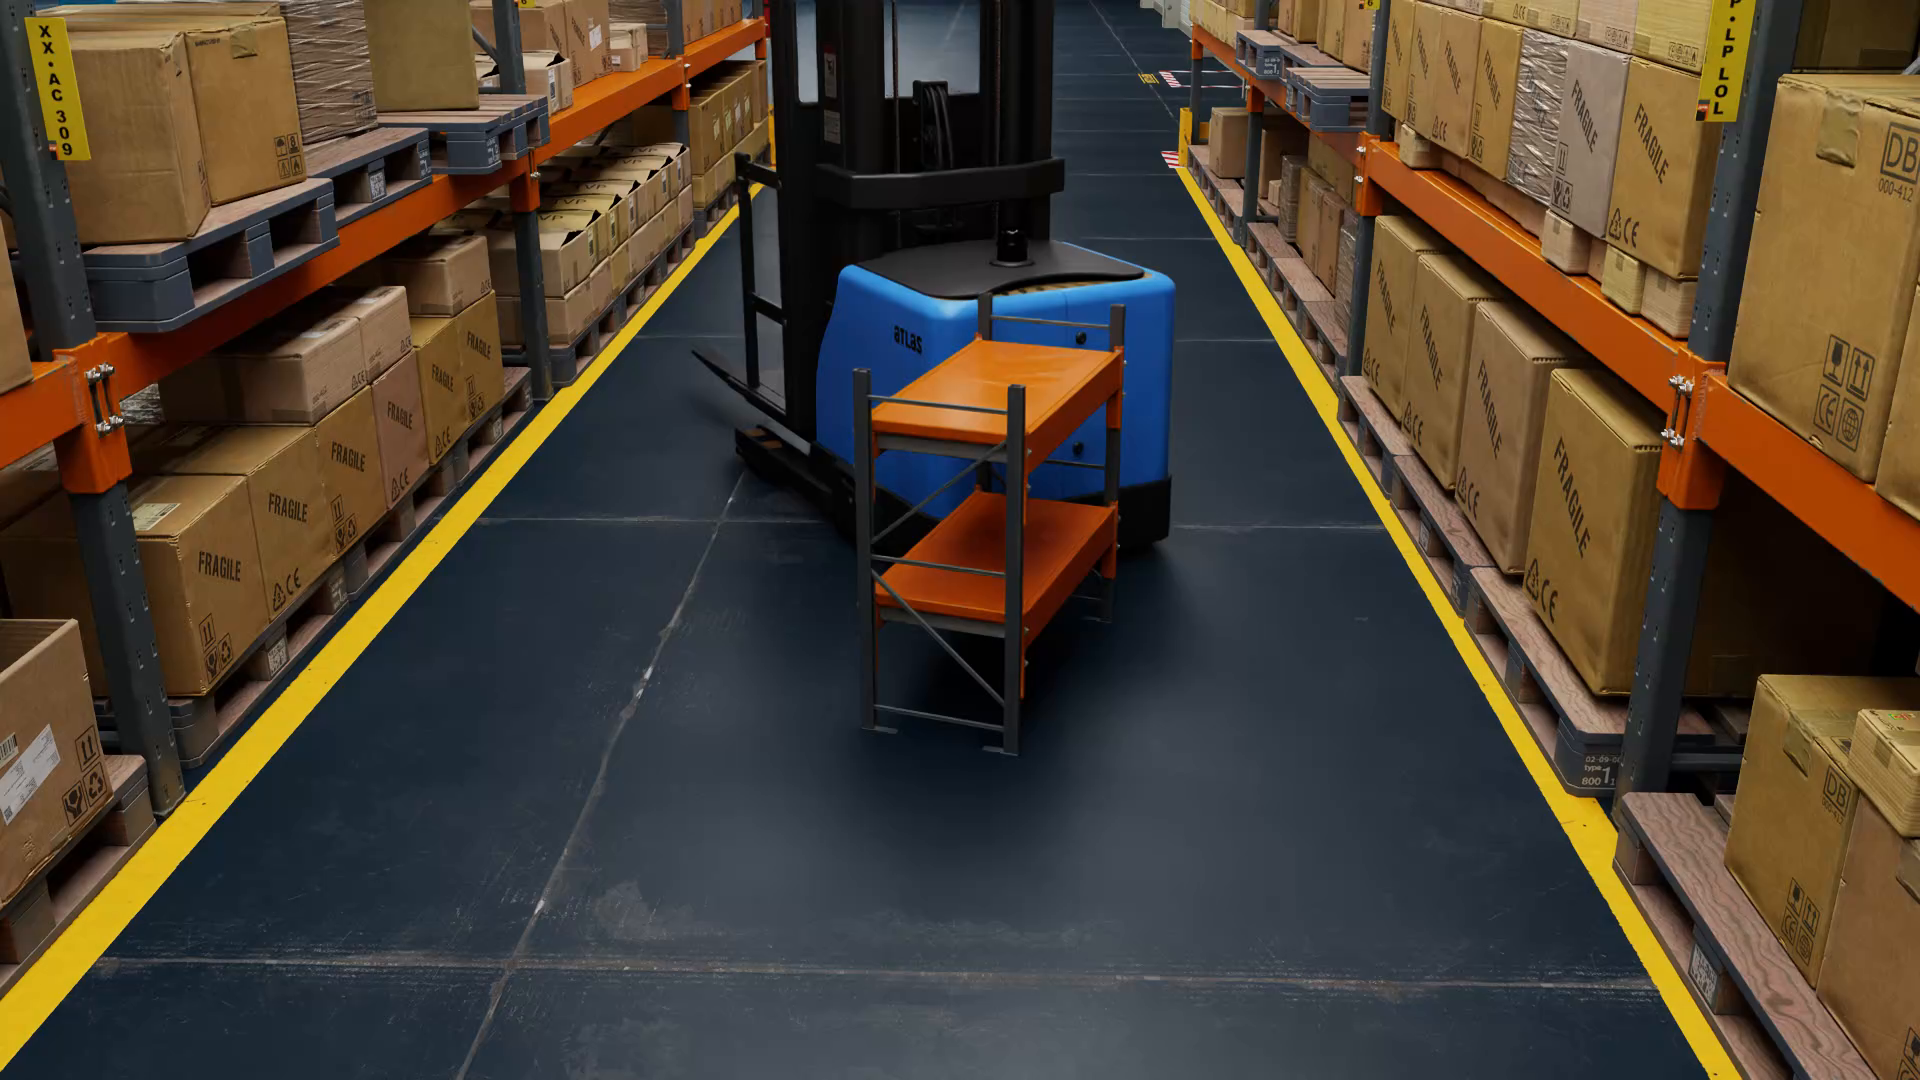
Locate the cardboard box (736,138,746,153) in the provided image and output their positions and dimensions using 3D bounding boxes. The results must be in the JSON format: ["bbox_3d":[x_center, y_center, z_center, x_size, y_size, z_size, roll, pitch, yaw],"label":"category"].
[{"bbox_3d":[-2.061,-3.173,13.781,0.500,0.250,0.500,1,21,2],"label":"cardboard box"}]

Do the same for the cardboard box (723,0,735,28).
[{"bbox_3d":[-2.345,-4.687,14.324,0.700,0.500,0.500,1,21,3],"label":"cardboard box"}]

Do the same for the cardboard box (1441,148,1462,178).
[{"bbox_3d":[2.166,-1.551,6.698,0.380,0.149,0.250,0,21,1],"label":"cardboard box"}]

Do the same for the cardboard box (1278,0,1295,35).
[{"bbox_3d":[2.474,-3.568,10.831,0.700,0.500,0.500,1,21,2],"label":"cardboard box"}]

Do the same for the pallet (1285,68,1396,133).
[{"bbox_3d":[2.317,-2.223,8.376,1.213,0.211,1.003,1,21,2],"label":"pallet"}]

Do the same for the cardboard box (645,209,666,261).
[{"bbox_3d":[-2.184,-1.946,10.617,0.500,0.250,0.500,1,21,3],"label":"cardboard box"}]

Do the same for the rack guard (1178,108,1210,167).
[{"bbox_3d":[2.642,-3.753,15.510,1.175,0.500,0.348,1,21,2],"label":"rack guard"}]

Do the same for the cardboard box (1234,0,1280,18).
[{"bbox_3d":[2.228,-3.963,11.739,0.500,0.500,0.500,1,21,1],"label":"cardboard box"}]

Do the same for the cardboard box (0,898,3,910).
[{"bbox_3d":[-2.357,0.809,3.630,0.380,0.149,0.250,1,21,2],"label":"cardboard box"}]

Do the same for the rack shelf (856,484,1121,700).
[{"bbox_3d":[0.119,0.134,5.304,0.538,0.278,1.000,8,23,19],"label":"rack shelf"}]

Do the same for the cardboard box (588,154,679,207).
[{"bbox_3d":[-2.164,-2.390,10.988,0.500,0.311,0.500,1,21,3],"label":"cardboard box"}]

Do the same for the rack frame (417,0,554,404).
[{"bbox_3d":[-2.550,-2.106,7.811,1.000,3.000,0.127,1,21,2],"label":"rack frame"}]

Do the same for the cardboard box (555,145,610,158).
[{"bbox_3d":[-2.690,-2.581,11.480,0.500,0.311,0.500,1,21,2],"label":"cardboard box"}]

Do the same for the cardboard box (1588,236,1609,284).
[{"bbox_3d":[2.044,-0.809,4.787,0.380,0.149,0.250,1,21,3],"label":"cardboard box"}]

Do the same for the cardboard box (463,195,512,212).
[{"bbox_3d":[-2.753,-1.844,9.581,0.500,0.311,0.500,0,21,1],"label":"cardboard box"}]

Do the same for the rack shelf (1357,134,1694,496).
[{"bbox_3d":[2.341,-0.995,5.940,1.077,0.370,4.000,1,21,2],"label":"rack shelf"}]

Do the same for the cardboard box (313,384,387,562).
[{"bbox_3d":[-2.386,-0.246,5.863,0.500,0.500,0.500,1,21,2],"label":"cardboard box"}]

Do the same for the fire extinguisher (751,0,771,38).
[{"bbox_3d":[-1.839,-5.001,15.377,0.296,0.674,0.183,1,21,2],"label":"fire extinguisher"}]

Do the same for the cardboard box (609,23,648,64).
[{"bbox_3d":[-2.400,-3.304,11.106,0.500,0.250,0.500,2,21,5],"label":"cardboard box"}]

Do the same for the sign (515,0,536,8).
[{"bbox_3d":[-2.007,-2.607,7.609,0.100,0.325,0.005,1,21,2],"label":"sign"}]

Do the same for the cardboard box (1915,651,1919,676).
[{"bbox_3d":[2.357,0.279,3.641,0.380,0.149,0.250,1,21,1],"label":"cardboard box"}]

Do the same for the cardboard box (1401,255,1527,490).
[{"bbox_3d":[2.215,-0.666,6.489,0.750,0.750,0.750,1,21,1],"label":"cardboard box"}]

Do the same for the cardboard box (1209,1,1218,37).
[{"bbox_3d":[2.272,-4.157,13.277,0.500,0.250,0.500,1,21,2],"label":"cardboard box"}]

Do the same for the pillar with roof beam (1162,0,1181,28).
[{"bbox_3d":[-0.267,-14.036,30.262,9.100,9.000,0.400,1,21,2],"label":"pillar with roof beam"}]

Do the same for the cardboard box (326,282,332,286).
[{"bbox_3d":[-2.850,-0.985,7.768,0.500,0.500,0.500,2,21,4],"label":"cardboard box"}]

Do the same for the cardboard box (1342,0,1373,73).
[{"bbox_3d":[2.396,-2.677,8.536,0.700,0.500,0.500,-1,21,-3],"label":"cardboard box"}]

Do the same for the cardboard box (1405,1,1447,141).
[{"bbox_3d":[2.106,-1.886,6.665,0.500,0.500,0.500,1,21,3],"label":"cardboard box"}]

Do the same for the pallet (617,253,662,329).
[{"bbox_3d":[-2.446,-1.544,10.215,1.003,0.211,1.213,1,21,2],"label":"pallet"}]

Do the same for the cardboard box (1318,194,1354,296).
[{"bbox_3d":[2.490,-1.719,9.660,0.700,0.500,0.500,1,21,1],"label":"cardboard box"}]

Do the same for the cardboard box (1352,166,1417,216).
[{"bbox_3d":[2.451,-1.909,9.113,0.500,0.250,0.500,1,21,3],"label":"cardboard box"}]

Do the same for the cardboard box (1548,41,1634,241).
[{"bbox_3d":[2.048,-1.156,4.784,0.500,0.500,0.500,1,21,2],"label":"cardboard box"}]

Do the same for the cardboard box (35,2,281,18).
[{"bbox_3d":[-2.680,-1.542,5.638,0.700,0.500,0.500,-5,22,-12],"label":"cardboard box"}]

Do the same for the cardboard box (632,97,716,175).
[{"bbox_3d":[-2.101,-2.980,12.247,0.500,0.500,0.500,1,21,2],"label":"cardboard box"}]

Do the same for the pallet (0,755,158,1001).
[{"bbox_3d":[-2.694,0.888,3.948,1.003,0.211,1.213,1,21,2],"label":"pallet"}]

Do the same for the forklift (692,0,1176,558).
[{"bbox_3d":[-0.341,-1.703,6.867,1.130,2.935,3.031,-11,24,-26],"label":"forklift"}]

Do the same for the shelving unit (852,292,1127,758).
[{"bbox_3d":[0.119,-0.094,5.216,0.538,1.125,1.048,8,23,19],"label":"shelving unit"}]

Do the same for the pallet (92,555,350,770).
[{"bbox_3d":[-2.685,0.345,5.347,1.003,0.211,1.213,1,21,2],"label":"pallet"}]

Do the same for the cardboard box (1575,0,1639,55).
[{"bbox_3d":[2.063,-1.508,4.654,0.500,0.250,0.500,1,21,3],"label":"cardboard box"}]

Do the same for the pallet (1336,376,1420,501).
[{"bbox_3d":[2.302,-0.469,7.446,1.003,0.211,1.213,1,21,2],"label":"pallet"}]

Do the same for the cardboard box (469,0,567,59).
[{"bbox_3d":[-2.515,-2.760,9.357,0.500,0.500,0.500,0,21,-1],"label":"cardboard box"}]

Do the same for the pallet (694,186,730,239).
[{"bbox_3d":[-2.362,-2.540,12.783,1.003,0.211,1.213,1,21,2],"label":"pallet"}]

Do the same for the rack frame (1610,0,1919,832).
[{"bbox_3d":[2.280,-0.607,3.947,1.000,3.000,0.127,1,21,2],"label":"rack frame"}]

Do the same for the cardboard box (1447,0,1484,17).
[{"bbox_3d":[2.103,-2.061,6.080,0.500,0.250,0.500,1,21,2],"label":"cardboard box"}]

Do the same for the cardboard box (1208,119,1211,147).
[{"bbox_3d":[2.534,-3.648,14.893,0.500,0.311,0.500,-2,21,-4],"label":"cardboard box"}]

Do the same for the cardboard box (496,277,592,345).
[{"bbox_3d":[-2.241,-1.206,8.712,0.500,0.250,0.500,1,21,1],"label":"cardboard box"}]

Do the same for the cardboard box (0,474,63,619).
[{"bbox_3d":[-2.943,0.119,4.924,0.500,0.500,0.500,1,21,1],"label":"cardboard box"}]

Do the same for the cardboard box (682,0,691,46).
[{"bbox_3d":[-2.412,-3.951,12.426,0.700,0.500,0.500,0,21,1],"label":"cardboard box"}]

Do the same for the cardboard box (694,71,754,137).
[{"bbox_3d":[-2.041,-3.704,14.111,0.500,0.500,0.500,1,21,2],"label":"cardboard box"}]

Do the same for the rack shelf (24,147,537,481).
[{"bbox_3d":[-2.611,-1.048,6.077,1.077,0.370,4.000,1,21,2],"label":"rack shelf"}]

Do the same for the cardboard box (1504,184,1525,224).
[{"bbox_3d":[2.109,-1.179,5.741,0.380,0.149,0.250,1,21,3],"label":"cardboard box"}]

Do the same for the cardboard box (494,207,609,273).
[{"bbox_3d":[-2.233,-1.658,9.100,0.500,0.311,0.500,0,21,0],"label":"cardboard box"}]
